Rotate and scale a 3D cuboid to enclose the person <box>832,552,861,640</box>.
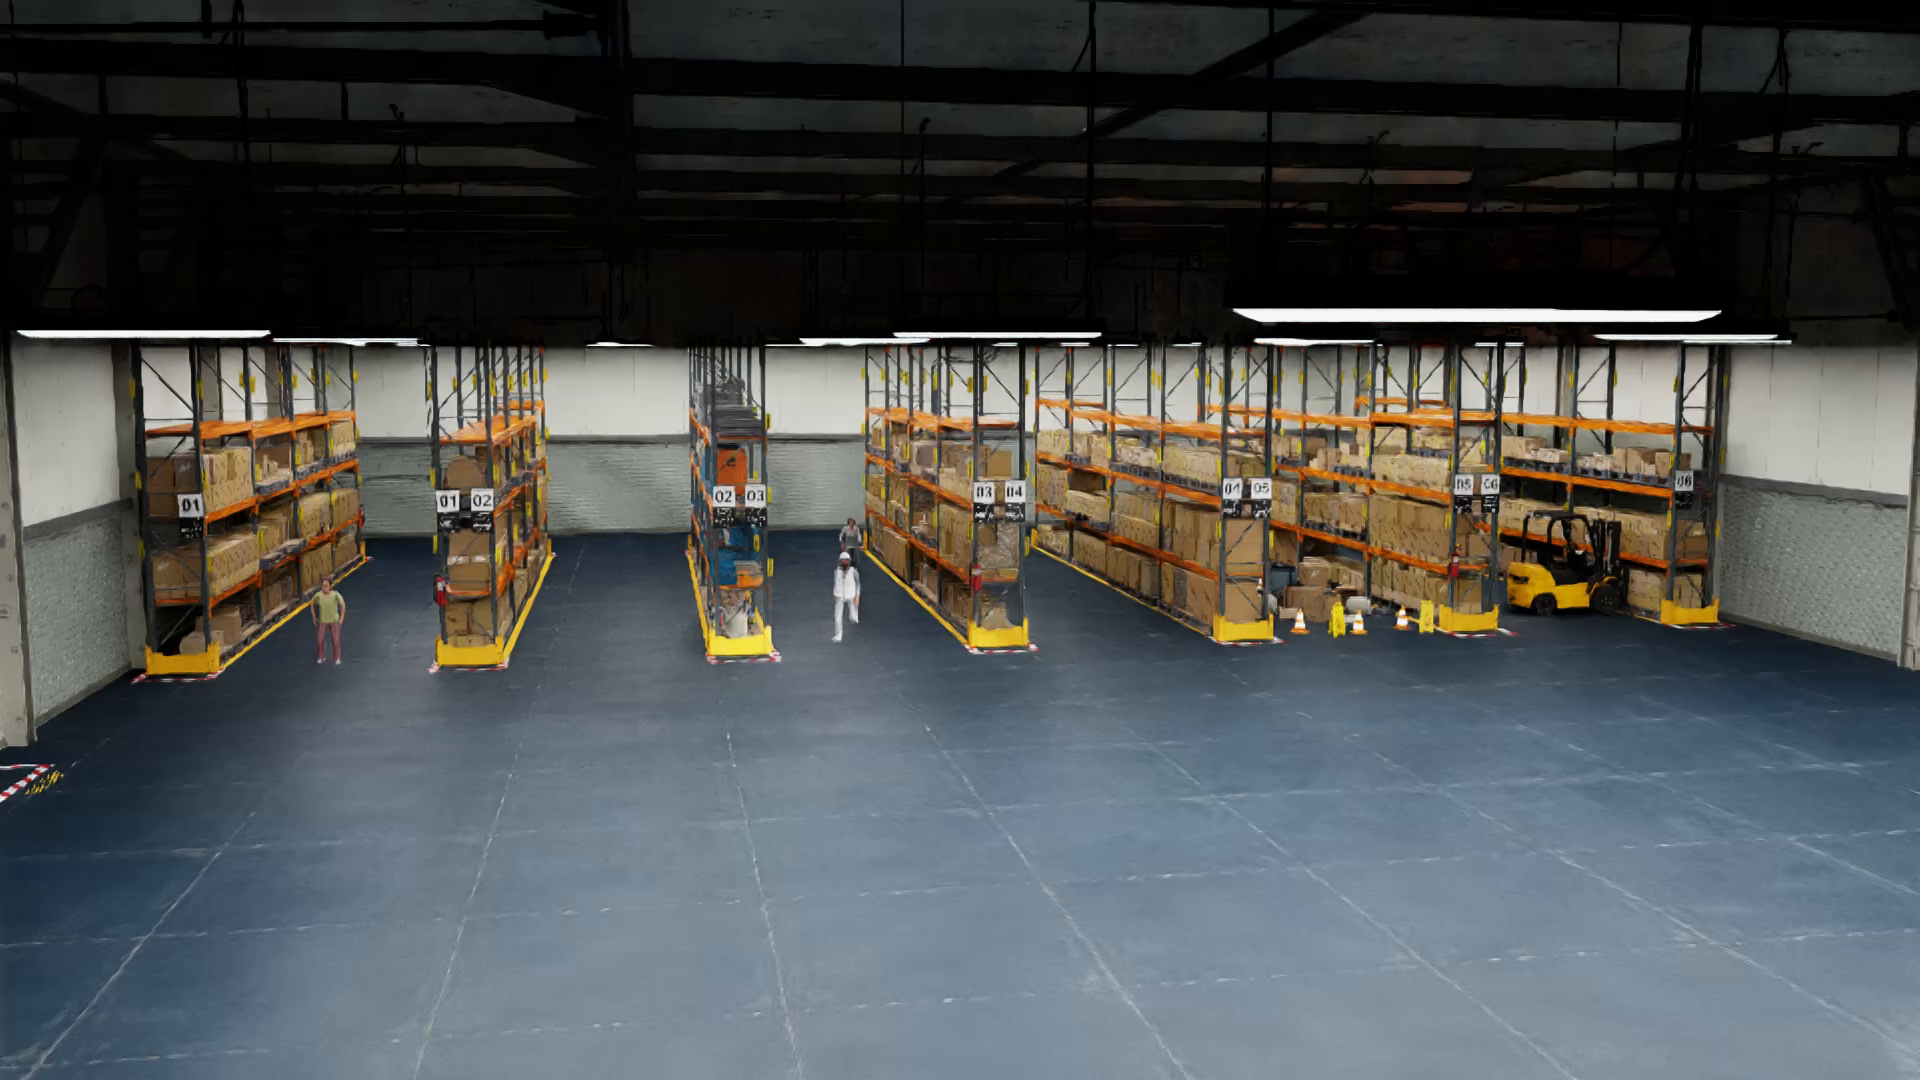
[{"bbox_3d":[-2.241,1.094,32.949,0.560,1.736,0.928,1,7,6],"label":"person"}]

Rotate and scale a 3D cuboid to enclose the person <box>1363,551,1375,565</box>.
[{"bbox_3d":[10.555,-0.042,43.074,0.480,1.666,0.523,2,7,19],"label":"person"}]

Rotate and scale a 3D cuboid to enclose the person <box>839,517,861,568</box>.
[{"bbox_3d":[-2.765,0.176,41.831,0.566,1.541,0.519,-2,7,-13],"label":"person"}]

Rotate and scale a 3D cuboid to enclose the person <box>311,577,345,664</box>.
[{"bbox_3d":[-11.486,1.467,30.244,0.598,1.618,0.503,-2,7,-13],"label":"person"}]
